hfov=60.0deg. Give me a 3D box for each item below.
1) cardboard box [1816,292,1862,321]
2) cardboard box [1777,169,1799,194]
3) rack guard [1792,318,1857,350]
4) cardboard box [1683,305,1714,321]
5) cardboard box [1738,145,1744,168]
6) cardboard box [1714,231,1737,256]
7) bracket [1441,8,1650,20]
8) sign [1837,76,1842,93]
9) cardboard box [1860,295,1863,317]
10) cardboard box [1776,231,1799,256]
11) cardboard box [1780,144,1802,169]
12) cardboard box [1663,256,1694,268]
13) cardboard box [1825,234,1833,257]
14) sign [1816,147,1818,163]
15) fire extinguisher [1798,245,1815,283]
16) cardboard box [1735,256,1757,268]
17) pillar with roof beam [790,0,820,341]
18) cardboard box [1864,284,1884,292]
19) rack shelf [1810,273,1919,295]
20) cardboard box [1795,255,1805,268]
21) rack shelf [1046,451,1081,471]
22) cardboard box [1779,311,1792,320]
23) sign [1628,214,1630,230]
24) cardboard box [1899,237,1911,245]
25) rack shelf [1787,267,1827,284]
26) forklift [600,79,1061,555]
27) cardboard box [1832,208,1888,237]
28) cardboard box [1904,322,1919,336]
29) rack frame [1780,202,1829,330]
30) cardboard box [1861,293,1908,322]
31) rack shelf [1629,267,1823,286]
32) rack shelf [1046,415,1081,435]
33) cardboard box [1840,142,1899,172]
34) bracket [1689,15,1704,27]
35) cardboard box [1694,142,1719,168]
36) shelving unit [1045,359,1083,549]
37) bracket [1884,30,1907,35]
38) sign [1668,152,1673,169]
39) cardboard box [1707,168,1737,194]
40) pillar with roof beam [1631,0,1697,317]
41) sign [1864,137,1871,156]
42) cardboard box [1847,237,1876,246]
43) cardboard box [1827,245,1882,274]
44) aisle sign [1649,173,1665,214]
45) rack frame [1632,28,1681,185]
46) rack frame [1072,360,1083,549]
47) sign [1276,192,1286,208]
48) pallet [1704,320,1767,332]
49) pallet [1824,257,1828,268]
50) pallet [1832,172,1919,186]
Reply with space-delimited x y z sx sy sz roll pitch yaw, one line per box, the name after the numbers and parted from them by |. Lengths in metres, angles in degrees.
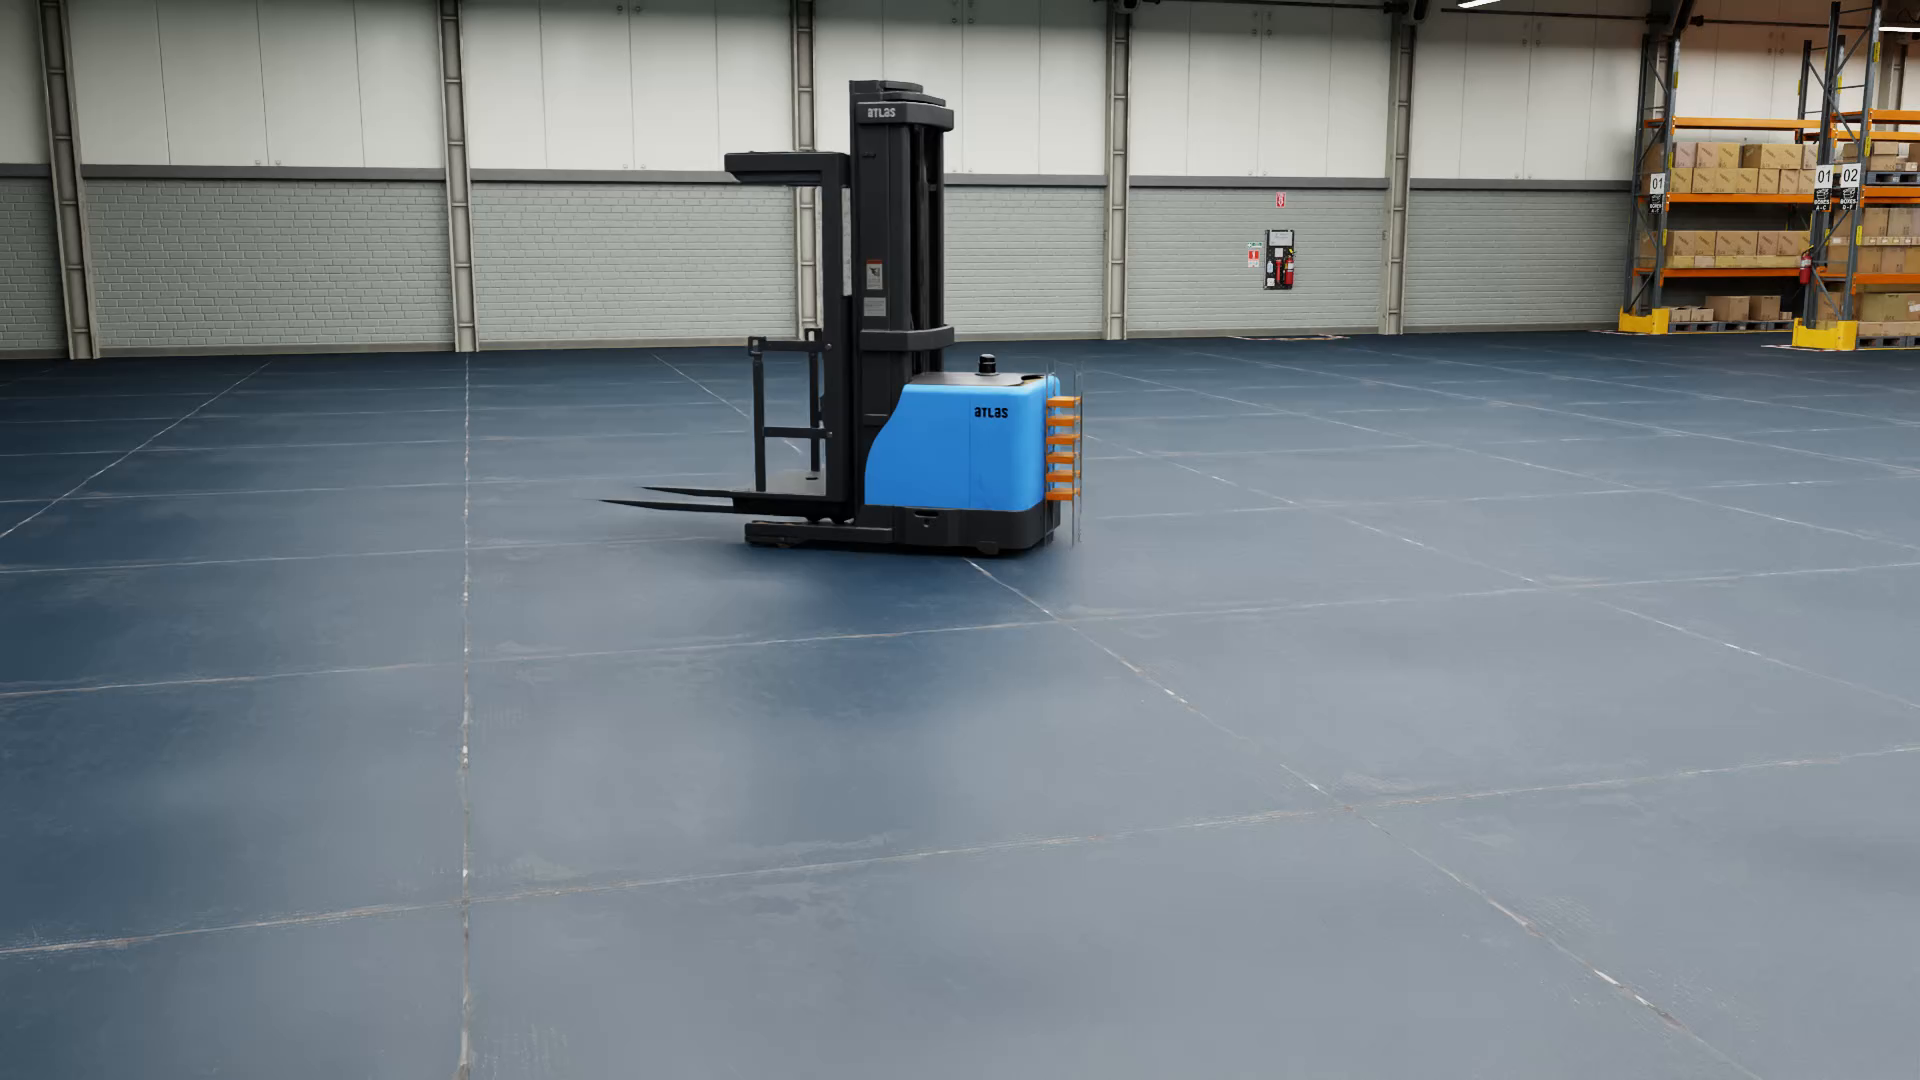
15.889 -4.220 30.049 0.500 0.500 0.500 -3 11 -16 | cardboard box
17.005 -7.424 34.472 0.500 0.500 0.500 -4 11 -21 | cardboard box
15.434 -3.688 29.697 0.348 0.500 1.175 -3 11 -16 | rack guard
15.306 -4.721 34.620 0.500 0.311 0.500 -2 11 -11 | cardboard box
15.895 -7.947 34.553 0.500 0.500 0.500 -3 11 -16 | cardboard box
15.587 -6.104 34.208 0.500 0.500 0.500 -3 11 -18 | cardboard box
11.710 -10.472 33.132 4.783 0.066 0.076 -3 11 -16 | bracket
18.044 -9.335 34.101 0.005 0.325 0.100 -3 11 -16 | sign
19.094 -5.044 35.847 0.500 0.500 0.700 -3 11 -17 | cardboard box
17.065 -6.183 34.633 0.500 0.500 0.500 -3 11 -16 | cardboard box
16.978 -7.905 34.325 0.500 0.500 0.500 -2 11 -13 | cardboard box
14.626 -5.685 34.000 0.500 0.250 0.500 -3 11 -18 | cardboard box
18.408 -6.267 35.312 0.500 0.500 0.700 -3 11 -16 | cardboard box
15.319 -6.885 29.649 0.005 0.325 0.100 -3 11 -16 | sign
15.214 -4.955 29.890 0.183 0.674 0.296 -3 11 -16 | fire extinguisher
16.098 -5.763 34.428 0.500 0.250 0.500 -3 11 -15 | cardboard box
-1.580 -7.256 25.607 0.548 9.000 9.100 -3 11 -16 | pillar with roof beam
19.532 -5.427 35.861 0.500 0.250 0.500 -3 11 -18 | cardboard box
17.378 -4.666 30.092 4.000 0.370 1.077 -3 11 -16 | rack shelf
17.540 -5.841 34.849 0.500 0.250 0.500 -3 11 -16 | cardboard box
0.672 -0.511 10.753 0.180 0.103 0.258 3 11 16 | rack shelf
17.404 -4.772 35.295 0.250 0.166 0.380 -5 11 -23 | cardboard box
13.933 -6.602 34.550 0.005 0.325 0.100 -3 11 -16 | sign
16.630 -5.307 29.524 0.250 0.149 0.380 -3 11 -17 | cardboard box
19.830 -5.729 35.868 4.000 0.370 1.077 -3 11 -16 | rack shelf
-0.897 -1.475 10.961 3.031 2.935 1.130 3 11 16 | forklift
15.960 -5.630 29.482 0.500 0.500 0.700 -3 11 -16 | cardboard box
16.994 -3.812 29.904 0.500 0.250 0.500 -3 11 -16 | cardboard box
17.910 -5.982 35.254 0.127 3.000 1.000 -3 11 -16 | rack frame
16.514 -4.155 29.697 0.500 0.500 0.500 -3 11 -16 | cardboard box
15.989 -5.527 34.769 4.000 0.370 1.077 -3 11 -16 | rack shelf
0.671 -0.747 10.710 0.180 0.103 0.258 3 11 16 | rack shelf
16.010 -6.748 29.300 0.637 0.503 0.797 -2 11 -12 | cardboard box
14.997 -10.645 34.073 0.430 0.232 0.235 -3 11 -16 | bracket
15.003 -7.799 33.748 0.500 0.500 0.500 -3 11 -17 | cardboard box
0.672 -0.555 10.745 0.189 1.200 0.258 3 11 16 | shelving unit
19.961 -10.907 35.494 0.430 0.232 0.235 -3 11 -16 | bracket
14.221 -7.590 33.291 0.005 0.325 0.100 -3 11 -16 | sign
15.483 -7.335 33.988 0.500 0.500 0.500 -2 11 -13 | cardboard box
15.703 -8.167 30.555 0.548 9.000 9.100 -3 11 -16 | pillar with roof beam
15.607 -6.765 28.594 0.005 0.325 0.100 -3 11 -16 | sign
15.894 -5.269 29.314 0.250 0.149 0.380 -3 11 -16 | cardboard box
15.909 -4.989 29.585 0.500 0.500 0.700 -3 11 -16 | cardboard box
14.084 -7.002 33.616 0.004 0.787 0.394 -3 11 -16 | aisle sign
14.069 -8.730 33.611 0.127 3.000 1.000 -3 11 -16 | rack frame
0.759 -0.550 10.720 0.006 1.200 0.240 3 11 16 | rack frame
6.320 -6.700 32.753 0.199 0.298 0.001 -3 11 -16 | sign
16.101 -4.508 34.949 1.213 0.211 1.003 -3 11 -16 | pallet
18.684 -5.901 35.344 1.213 0.211 1.003 -3 11 -16 | pallet
16.143 -6.381 29.384 1.213 0.211 1.003 -3 11 -16 | pallet
